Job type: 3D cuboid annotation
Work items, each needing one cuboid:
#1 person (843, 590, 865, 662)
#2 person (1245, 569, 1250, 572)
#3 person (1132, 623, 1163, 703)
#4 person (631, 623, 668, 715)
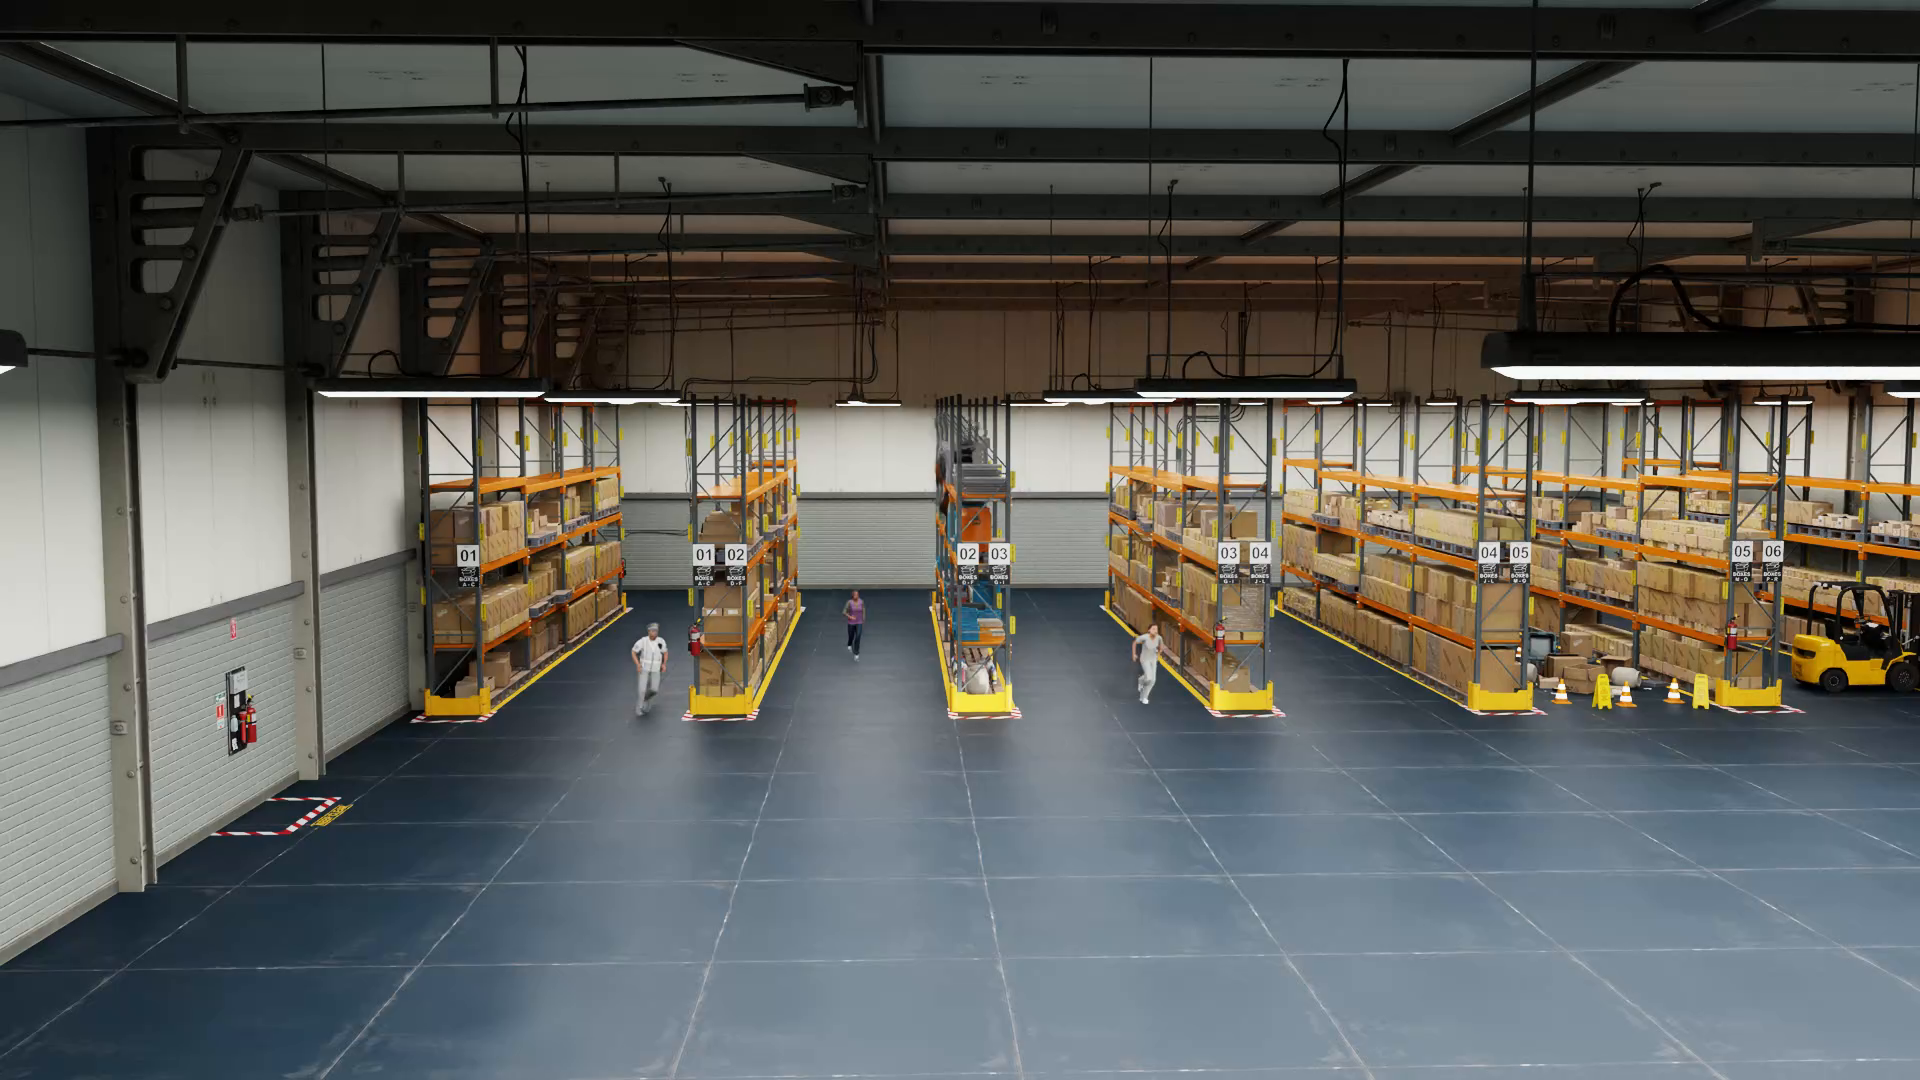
[{"bbox_3d":[-2.425,1.980,38.121,0.564,1.495,0.921,-1,5,-18],"label":"person"},{"bbox_3d":[8.094,1.146,48.344,0.797,1.532,0.582,4,6,39],"label":"person"},{"bbox_3d":[3.680,2.392,32.385,0.553,1.597,0.685,-2,5,-21],"label":"person"},{"bbox_3d":[-5.812,2.417,31.241,0.715,1.720,0.536,-2,5,-21],"label":"person"}]
